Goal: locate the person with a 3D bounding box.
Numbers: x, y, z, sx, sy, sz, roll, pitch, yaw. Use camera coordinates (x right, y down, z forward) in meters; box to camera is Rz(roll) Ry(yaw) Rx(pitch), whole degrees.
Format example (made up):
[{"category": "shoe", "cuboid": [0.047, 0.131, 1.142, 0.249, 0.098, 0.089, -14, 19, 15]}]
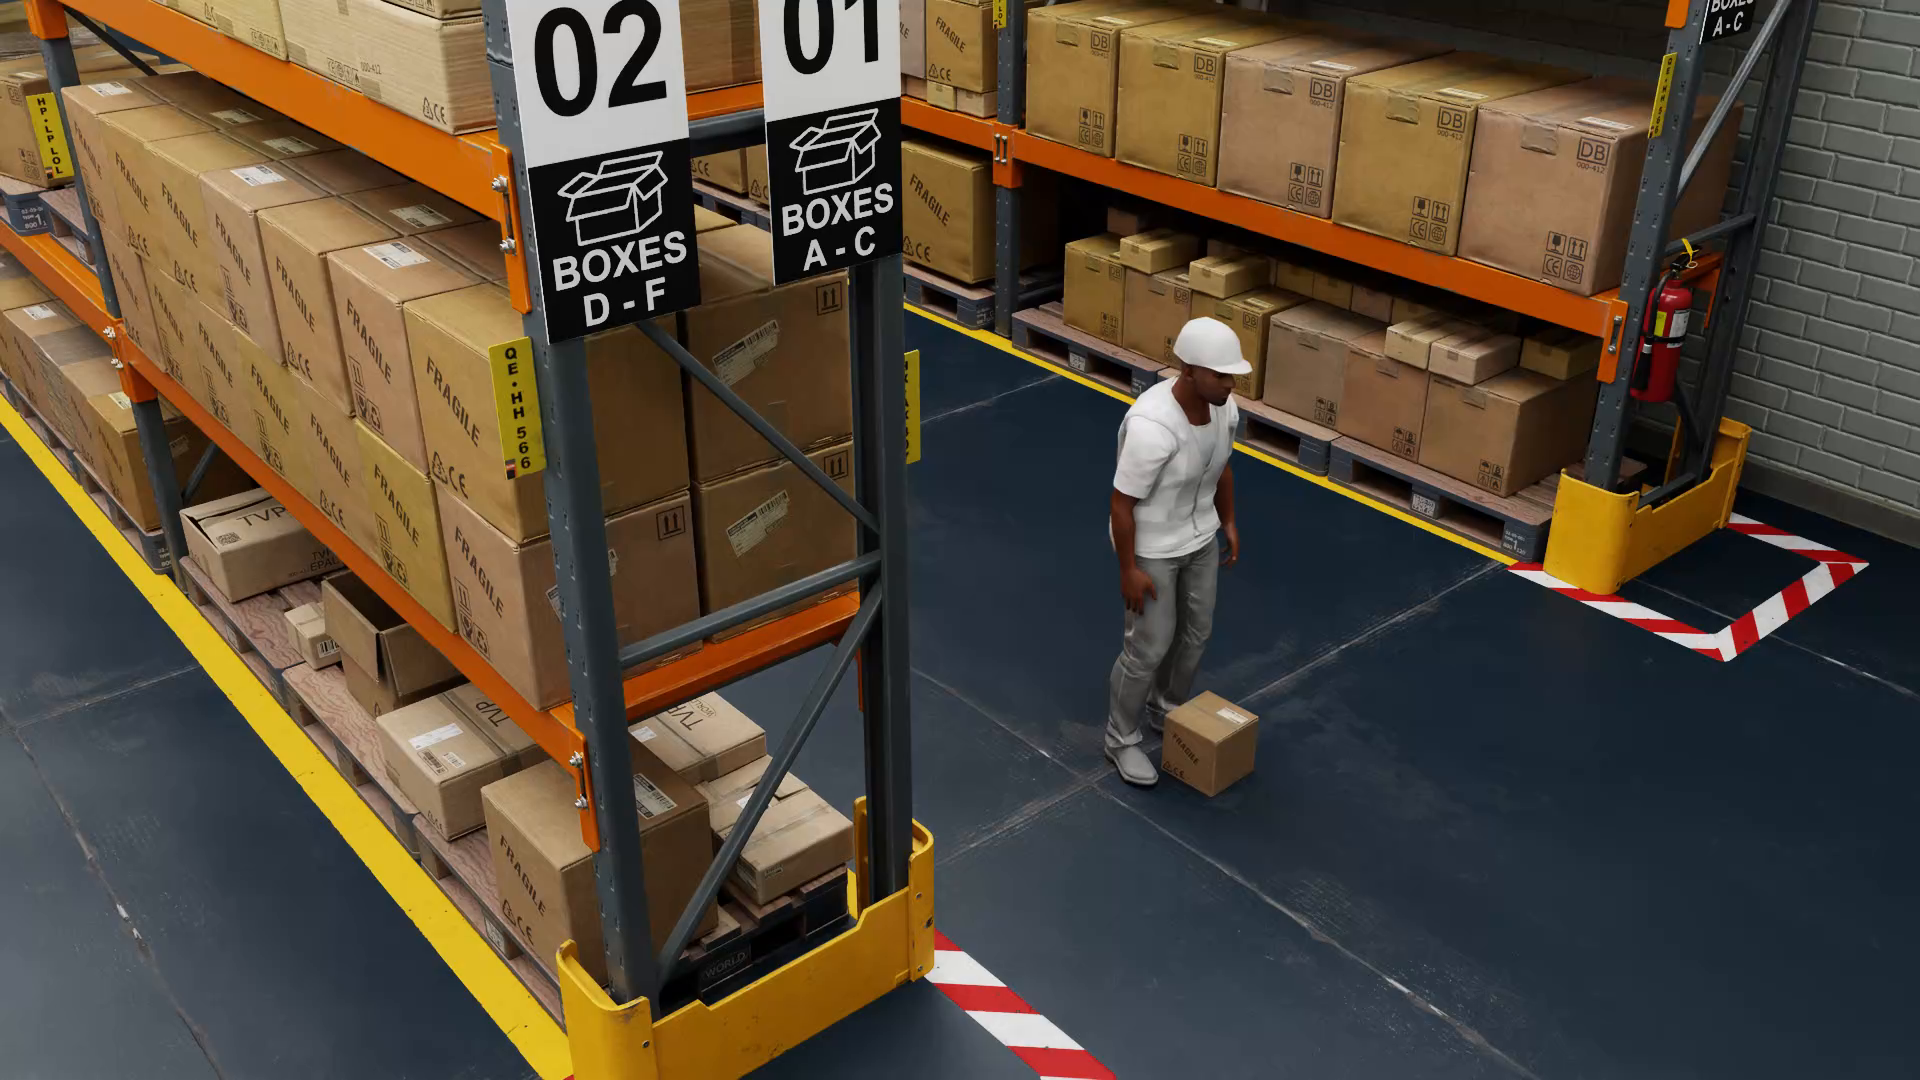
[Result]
[{"category": "person", "cuboid": [0.792, 0.020, 6.064, 0.636, 1.761, 0.454, -24, 36, -37]}]
